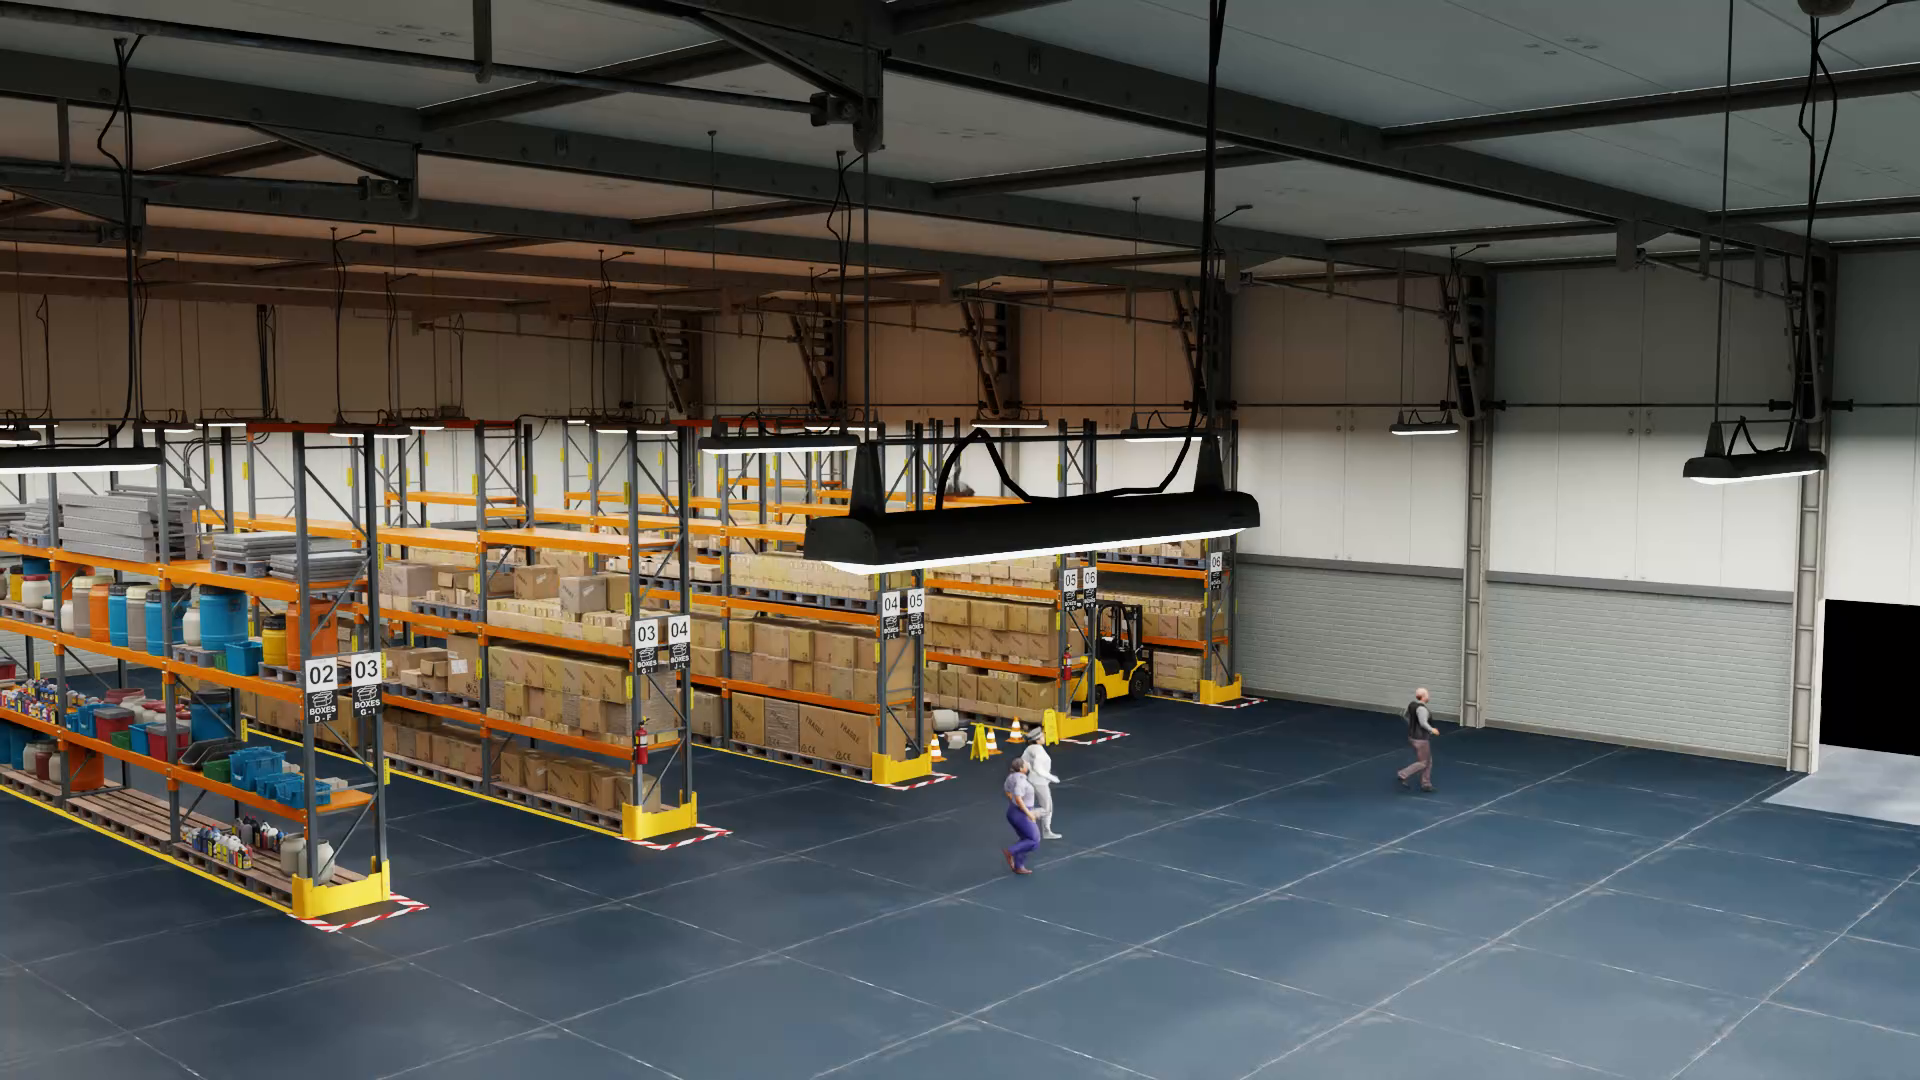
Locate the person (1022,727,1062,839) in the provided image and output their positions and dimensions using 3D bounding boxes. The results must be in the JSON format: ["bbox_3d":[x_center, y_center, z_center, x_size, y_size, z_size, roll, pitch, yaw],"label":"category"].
[{"bbox_3d":[1.107,3.531,24.119,0.742,1.661,0.617,-1,5,-14],"label":"person"}]

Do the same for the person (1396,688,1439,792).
[{"bbox_3d":[7.462,3.269,27.132,0.772,1.723,0.684,0,5,-5],"label":"person"}]

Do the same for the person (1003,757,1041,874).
[{"bbox_3d":[0.793,3.717,22.369,0.550,1.607,0.615,-2,5,-20],"label":"person"}]
